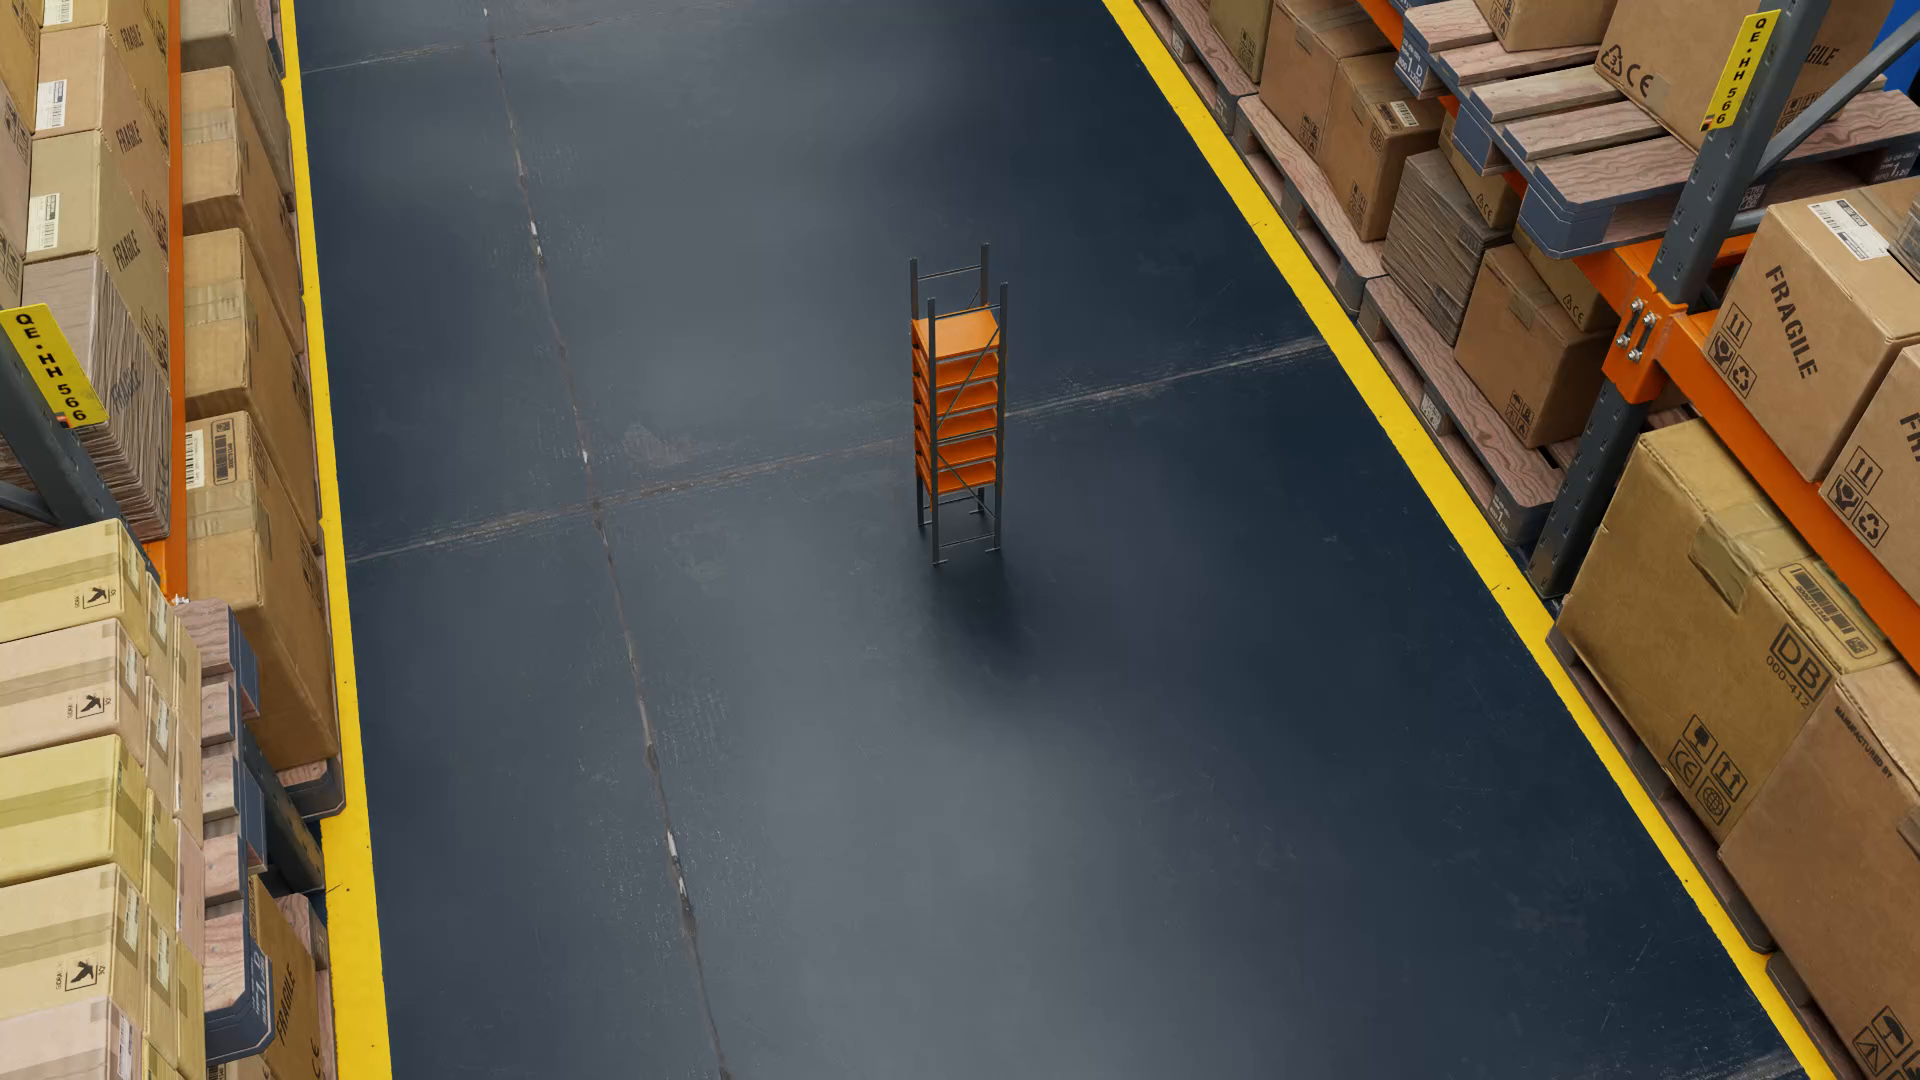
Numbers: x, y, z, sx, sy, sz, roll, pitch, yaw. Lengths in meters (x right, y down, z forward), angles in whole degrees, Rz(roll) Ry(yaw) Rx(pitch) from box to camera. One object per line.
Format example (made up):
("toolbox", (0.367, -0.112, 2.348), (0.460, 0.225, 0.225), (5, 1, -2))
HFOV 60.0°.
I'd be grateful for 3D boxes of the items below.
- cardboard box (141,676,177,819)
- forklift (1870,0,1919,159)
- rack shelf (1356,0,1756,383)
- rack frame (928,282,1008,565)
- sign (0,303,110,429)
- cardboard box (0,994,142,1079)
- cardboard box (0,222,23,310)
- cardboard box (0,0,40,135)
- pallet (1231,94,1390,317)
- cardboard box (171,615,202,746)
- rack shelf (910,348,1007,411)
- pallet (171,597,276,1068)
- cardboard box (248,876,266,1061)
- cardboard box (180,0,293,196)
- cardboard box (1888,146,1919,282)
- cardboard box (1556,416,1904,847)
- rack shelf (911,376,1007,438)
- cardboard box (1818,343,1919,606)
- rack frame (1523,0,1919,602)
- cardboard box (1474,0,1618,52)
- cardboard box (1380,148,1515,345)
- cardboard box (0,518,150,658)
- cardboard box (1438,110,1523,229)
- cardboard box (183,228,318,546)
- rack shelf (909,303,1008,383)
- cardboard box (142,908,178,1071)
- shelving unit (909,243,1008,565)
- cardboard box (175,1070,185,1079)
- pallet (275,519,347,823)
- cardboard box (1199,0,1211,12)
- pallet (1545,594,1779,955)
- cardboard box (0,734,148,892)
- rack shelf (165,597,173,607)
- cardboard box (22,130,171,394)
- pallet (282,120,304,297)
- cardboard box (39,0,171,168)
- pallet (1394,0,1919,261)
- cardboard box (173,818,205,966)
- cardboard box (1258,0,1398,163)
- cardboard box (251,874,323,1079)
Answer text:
("cardboard box", (-1.695, 0.431, 3.120), (0.380, 0.149, 0.250), (-12, 51, -10))
("forklift", (4.547, -2.788, 6.183), (3.031, 2.935, 1.130), (20, 53, 16))
("rack shelf", (1.820, -2.147, 6.069), (1.077, 0.370, 4.000), (-13, 51, -11))
("rack frame", (0.023, -0.330, 5.244), (0.240, 1.200, 0.006), (-13, 51, -11))
("sign", (-1.841, -0.348, 3.376), (0.100, 0.325, 0.005), (-13, 51, -11))
("cardboard box", (-1.476, 0.884, 2.543), (0.380, 0.149, 0.250), (-13, 51, -11))
("cardboard box", (-2.480, -0.556, 3.537), (0.700, 0.500, 0.500), (-14, 51, -11))
("cardboard box", (-2.785, -1.299, 4.164), (0.700, 0.500, 0.500), (-14, 51, -12))
("pallet", (1.824, -1.480, 6.860), (1.003, 0.211, 1.213), (-13, 51, -11))
("cardboard box", (-1.772, 0.331, 3.399), (0.380, 0.149, 0.250), (-13, 51, -10))
("rack shelf", (-0.004, -0.523, 5.151), (0.258, 0.103, 0.180), (-13, 51, -11))
("pallet", (-2.044, 0.687, 3.334), (1.213, 0.211, 1.003), (-13, 51, -11))
("cardboard box", (-1.904, 0.998, 3.817), (0.500, 0.250, 0.500), (-14, 51, -12))
("cardboard box", (-3.270, -1.770, 6.477), (1.050, 0.750, 0.750), (-14, 51, -11))
("cardboard box", (2.612, -0.736, 3.687), (0.797, 0.503, 0.637), (-12, 51, -10))
("cardboard box", (2.595, 0.140, 4.785), (1.225, 0.875, 0.875), (-15, 52, -13))
("rack shelf", (-0.004, -0.446, 5.242), (0.258, 0.103, 0.180), (-13, 51, -11))
("cardboard box", (2.450, -0.158, 3.856), (0.500, 0.500, 0.500), (-15, 51, -12))
("rack frame", (2.411, -0.919, 4.562), (1.000, 3.000, 0.127), (-13, 51, -11))
("cardboard box", (1.953, -1.857, 5.013), (0.700, 0.500, 0.500), (-7, 50, -6))
("cardboard box", (2.018, -1.142, 6.098), (0.700, 0.500, 0.500), (-17, 52, -14))
("cardboard box", (-1.774, 0.137, 3.173), (0.380, 0.149, 0.250), (-15, 52, -12))
("cardboard box", (2.018, -1.364, 5.795), (0.500, 0.250, 0.500), (-8, 50, -7))
("cardboard box", (-2.713, -0.384, 5.309), (1.050, 0.750, 0.750), (-13, 51, -10))
("rack shelf", (-0.004, -0.601, 5.059), (0.258, 0.103, 0.180), (-13, 51, -11))
("cardboard box", (-1.542, 0.806, 2.804), (0.380, 0.149, 0.250), (-13, 51, -11))
("shelving unit", (-0.004, -0.397, 5.300), (0.258, 1.200, 0.189), (-13, 51, -11))
("cardboard box", (-1.472, 1.080, 2.768), (0.380, 0.149, 0.250), (-15, 52, -13))
("pallet", (-2.518, 0.435, 5.245), (1.003, 0.211, 1.213), (-13, 51, -11))
("cardboard box", (1.389, -2.723, 7.431), (0.700, 0.500, 0.500), (-17, 52, -14))
("pallet", (2.572, 0.573, 5.129), (1.003, 0.211, 1.213), (-13, 51, -11))
("cardboard box", (-1.624, 0.512, 2.857), (0.380, 0.149, 0.250), (-12, 51, -10))
("rack shelf", (-1.765, 1.822, 2.723), (1.077, 0.370, 4.000), (-13, 51, -11))
("cardboard box", (-2.385, -0.663, 4.281), (0.500, 0.500, 0.500), (-14, 51, -11))
("pallet", (-3.240, -1.347, 6.748), (1.003, 0.211, 1.213), (-13, 51, -11))
("cardboard box", (-2.679, -1.396, 4.899), (0.500, 0.500, 0.500), (-14, 51, -11))
("pallet", (2.099, -1.353, 5.054), (1.213, 0.211, 1.003), (-13, 51, -11))
("cardboard box", (-1.624, 0.701, 3.087), (0.380, 0.149, 0.250), (-13, 51, -10))
("cardboard box", (1.678, -1.962, 6.789), (0.700, 0.500, 0.500), (-17, 52, -14))
("cardboard box", (-1.913, 1.221, 4.119), (0.500, 0.500, 0.500), (-14, 51, -11))
